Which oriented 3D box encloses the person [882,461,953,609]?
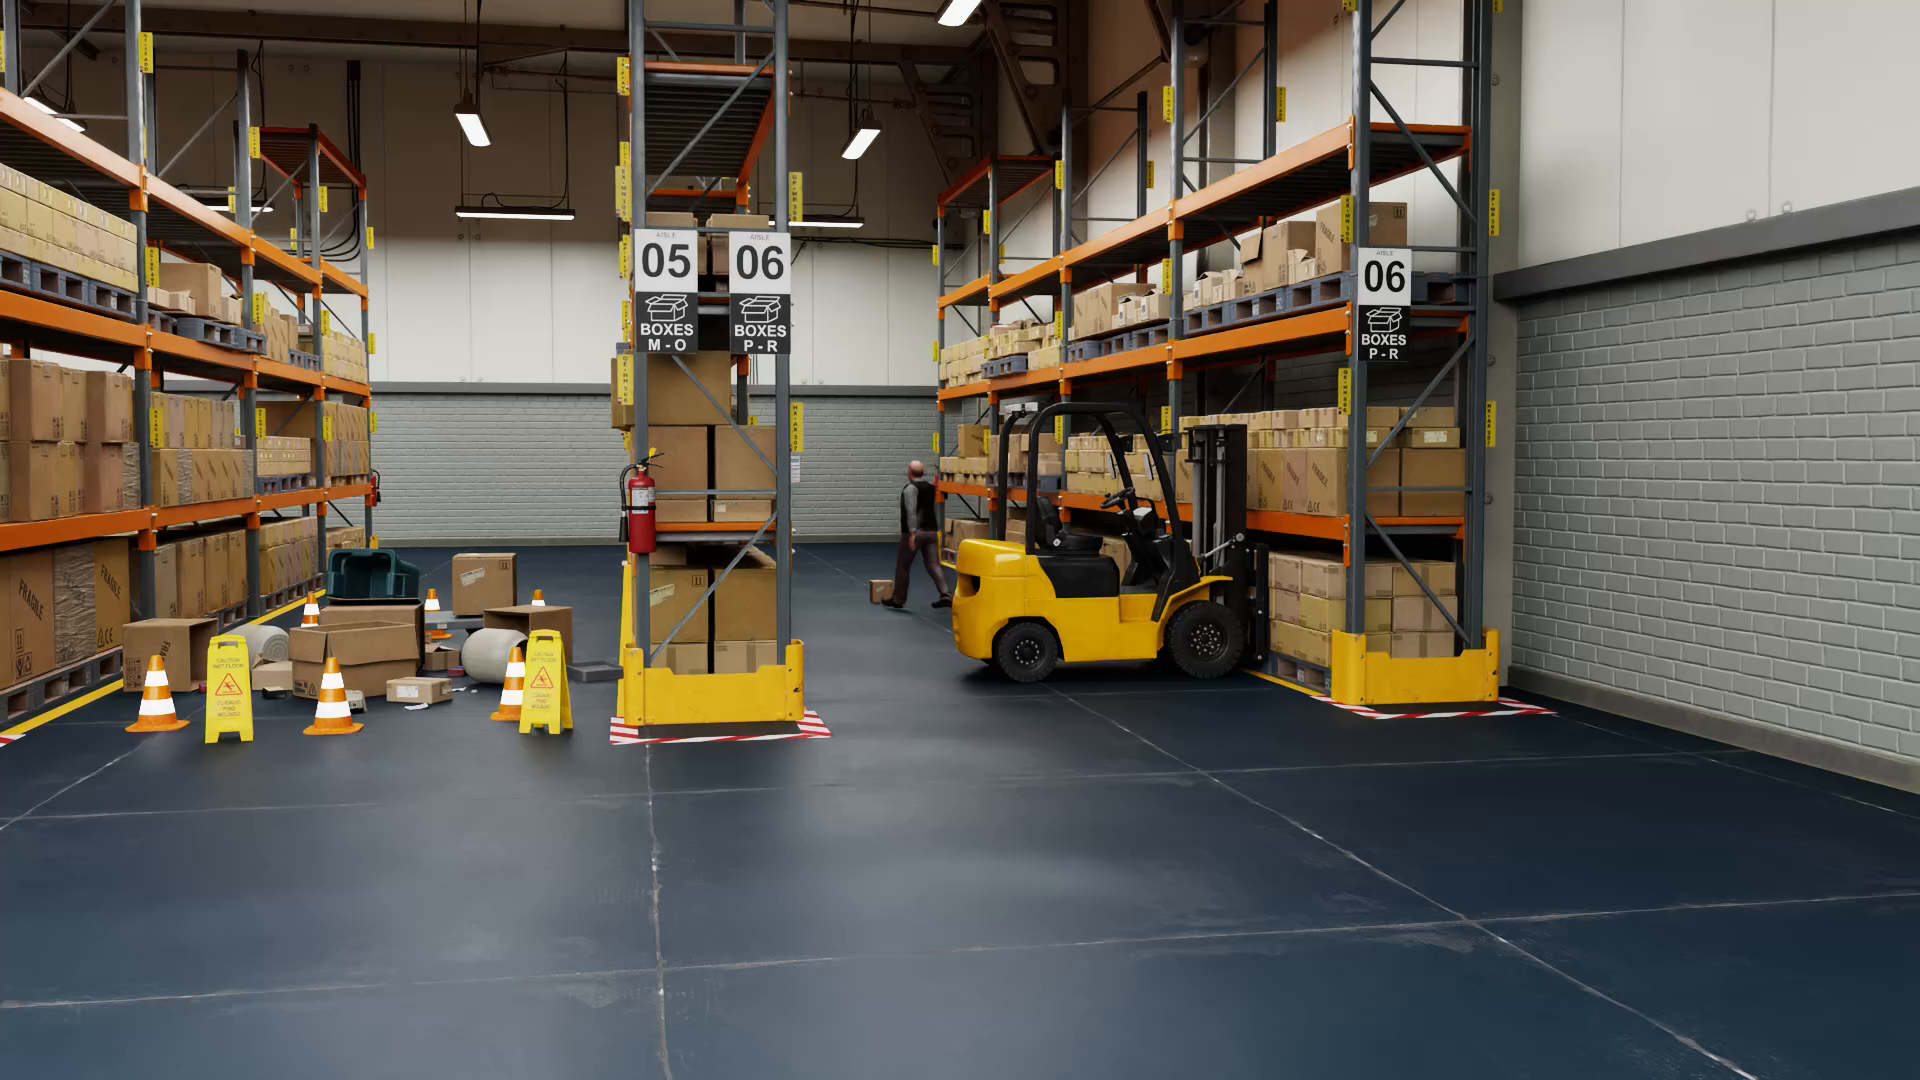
[{"bbox_3d":[-0.444,-0.051,18.644,0.553,1.676,1.033,-3,4,-42],"label":"person"}]
